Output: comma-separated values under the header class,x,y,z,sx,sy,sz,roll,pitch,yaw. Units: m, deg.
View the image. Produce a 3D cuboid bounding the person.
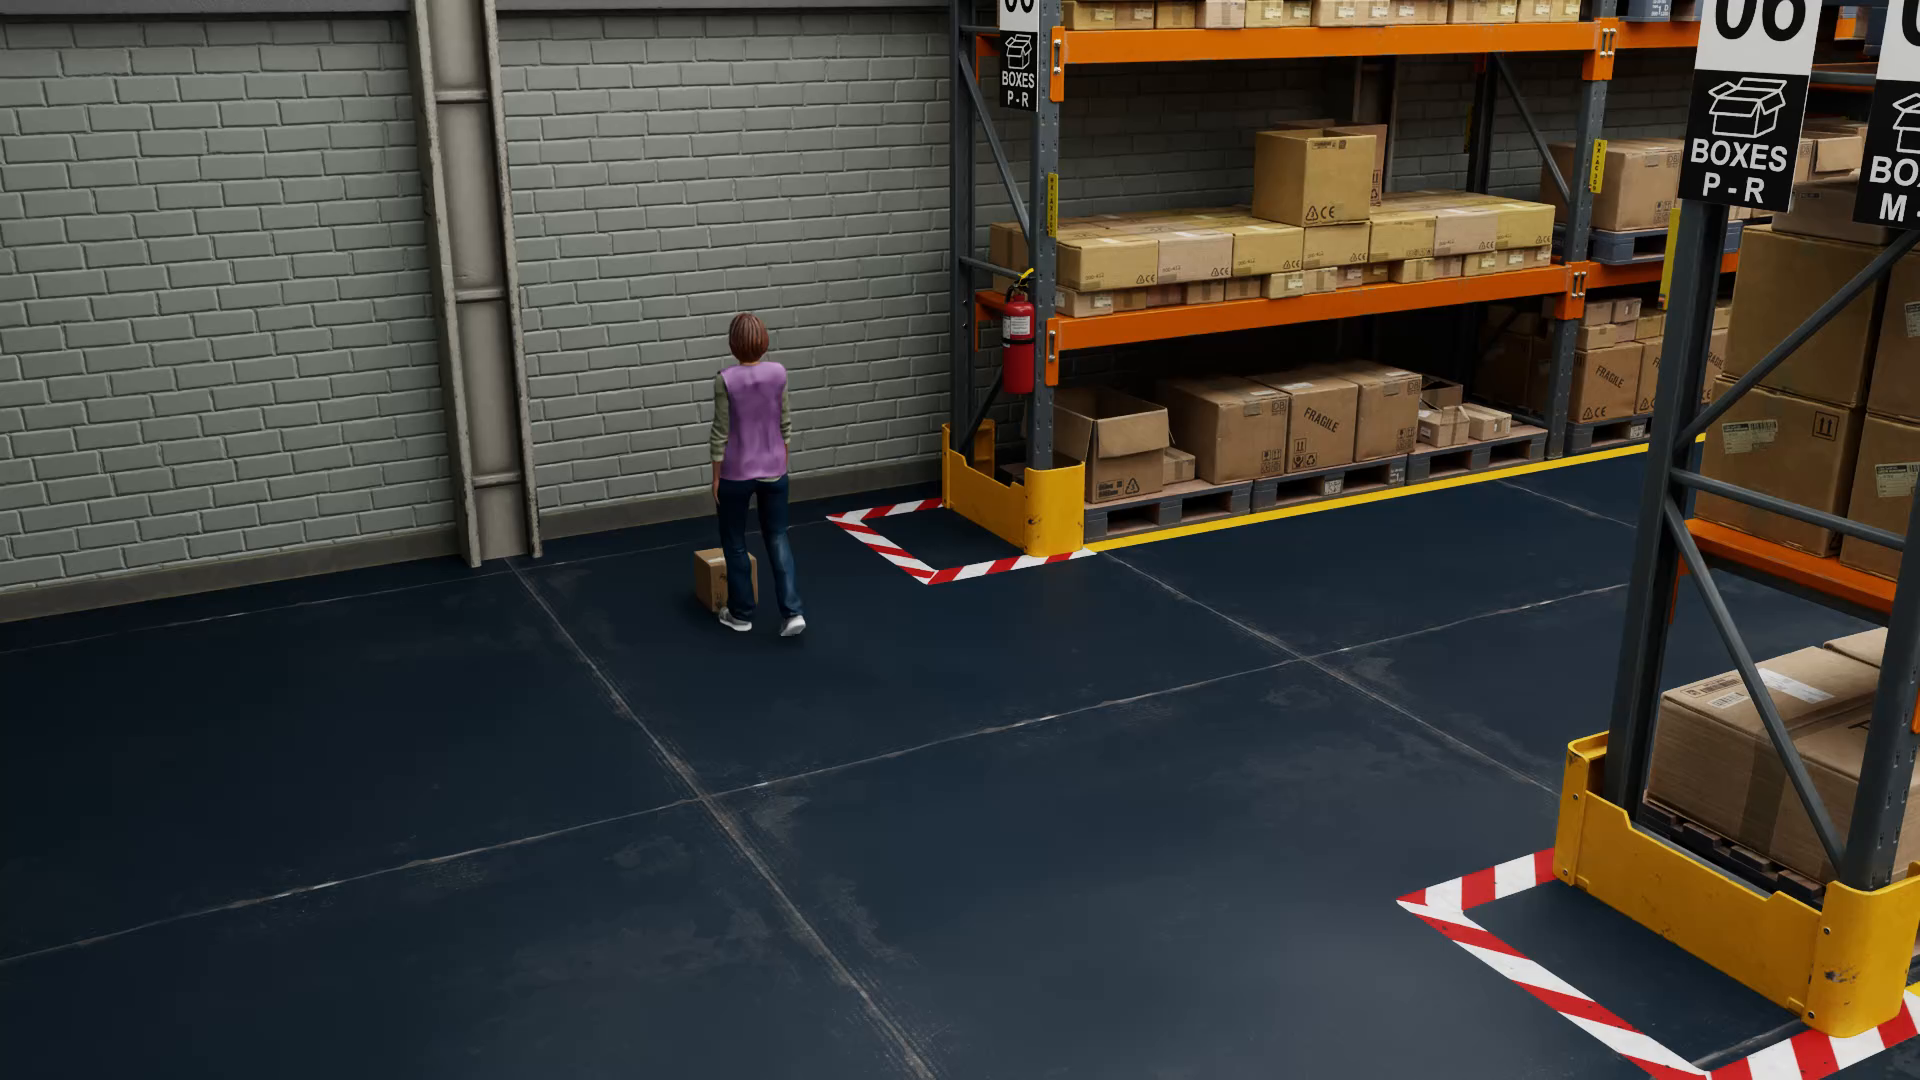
class,x,y,z,sx,sy,sz,roll,pitch,yaw
person,-1.008,-0.287,7.989,0.405,1.634,0.337,-9,21,-25
